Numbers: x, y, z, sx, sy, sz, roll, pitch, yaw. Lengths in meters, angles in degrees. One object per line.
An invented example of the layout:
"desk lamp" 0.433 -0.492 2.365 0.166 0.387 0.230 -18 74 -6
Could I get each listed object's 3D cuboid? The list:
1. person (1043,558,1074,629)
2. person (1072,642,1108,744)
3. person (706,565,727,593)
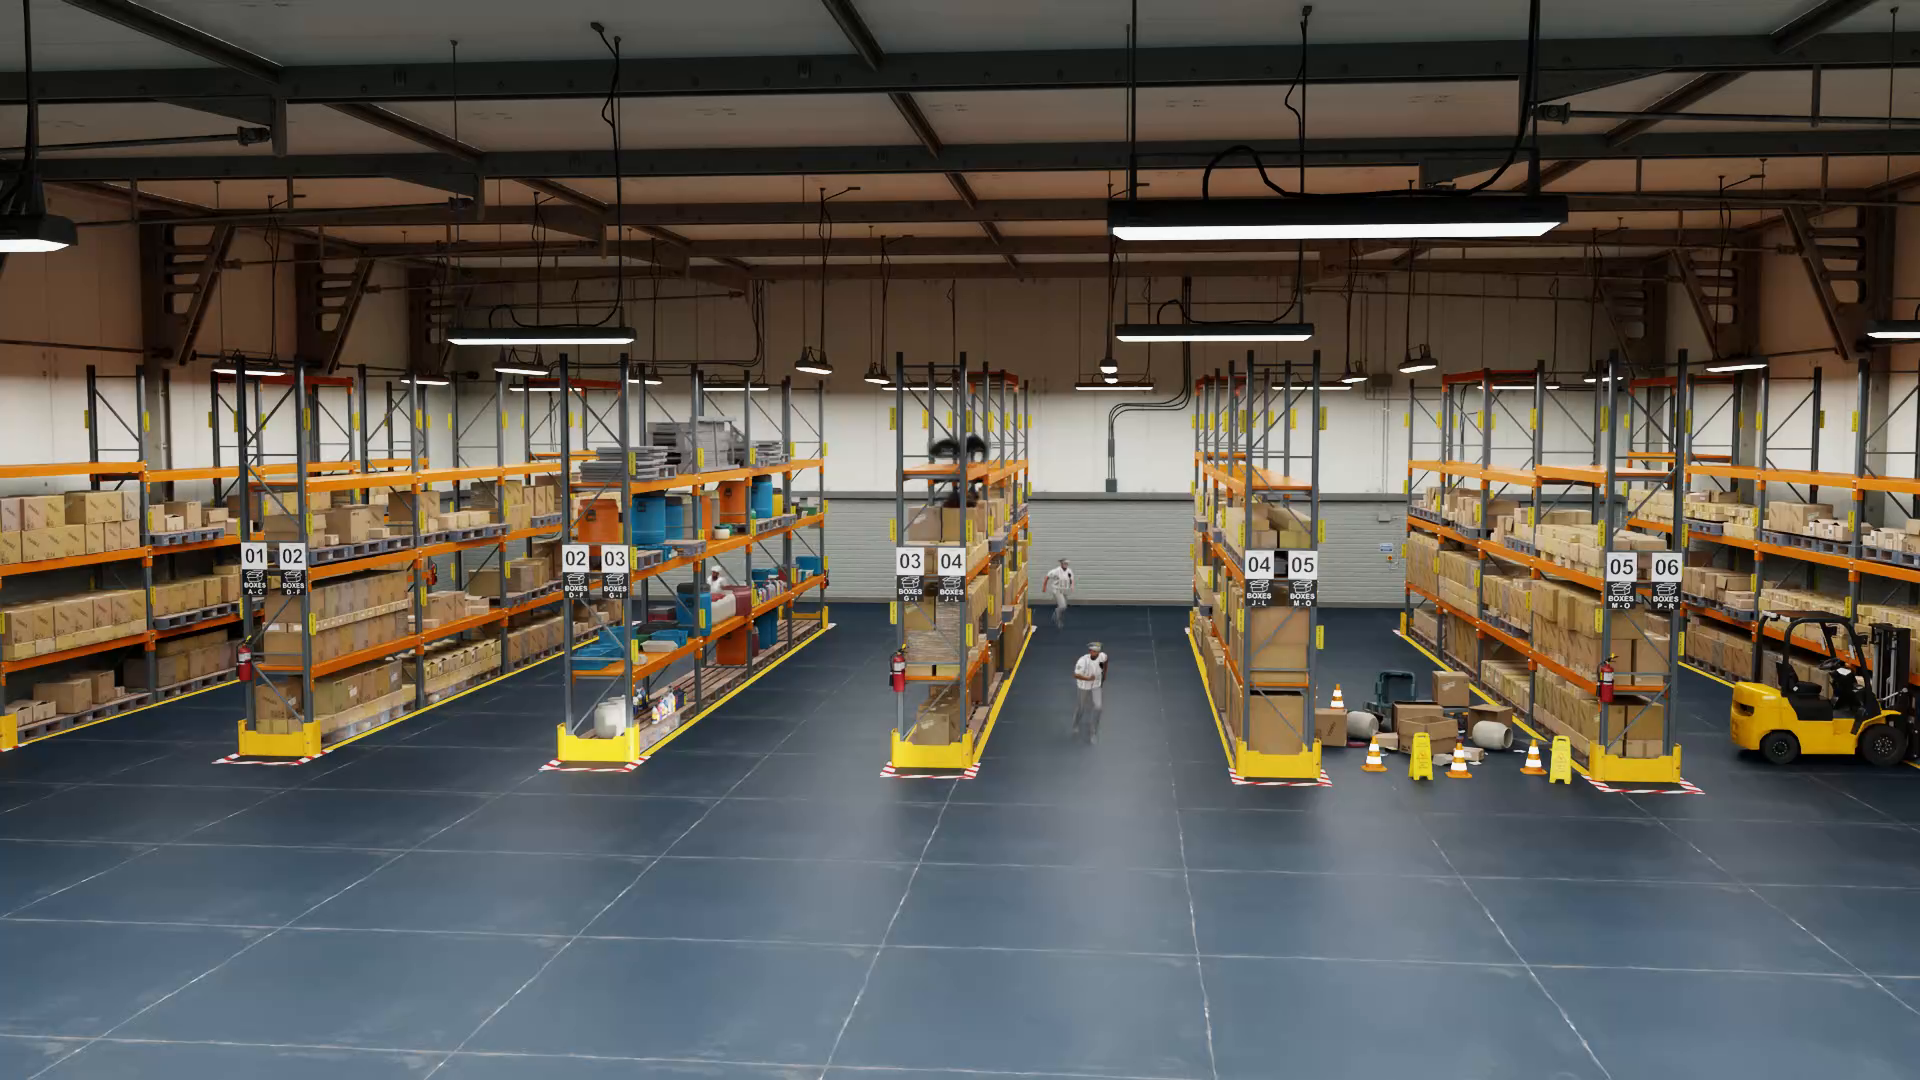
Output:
"person" 2.431 1.298 40.475 0.663 1.765 0.872 -3 5 -36
"person" 2.031 2.378 26.181 0.621 1.654 0.965 -1 4 -16
"person" -5.539 1.440 37.739 0.720 1.744 0.932 2 5 27
